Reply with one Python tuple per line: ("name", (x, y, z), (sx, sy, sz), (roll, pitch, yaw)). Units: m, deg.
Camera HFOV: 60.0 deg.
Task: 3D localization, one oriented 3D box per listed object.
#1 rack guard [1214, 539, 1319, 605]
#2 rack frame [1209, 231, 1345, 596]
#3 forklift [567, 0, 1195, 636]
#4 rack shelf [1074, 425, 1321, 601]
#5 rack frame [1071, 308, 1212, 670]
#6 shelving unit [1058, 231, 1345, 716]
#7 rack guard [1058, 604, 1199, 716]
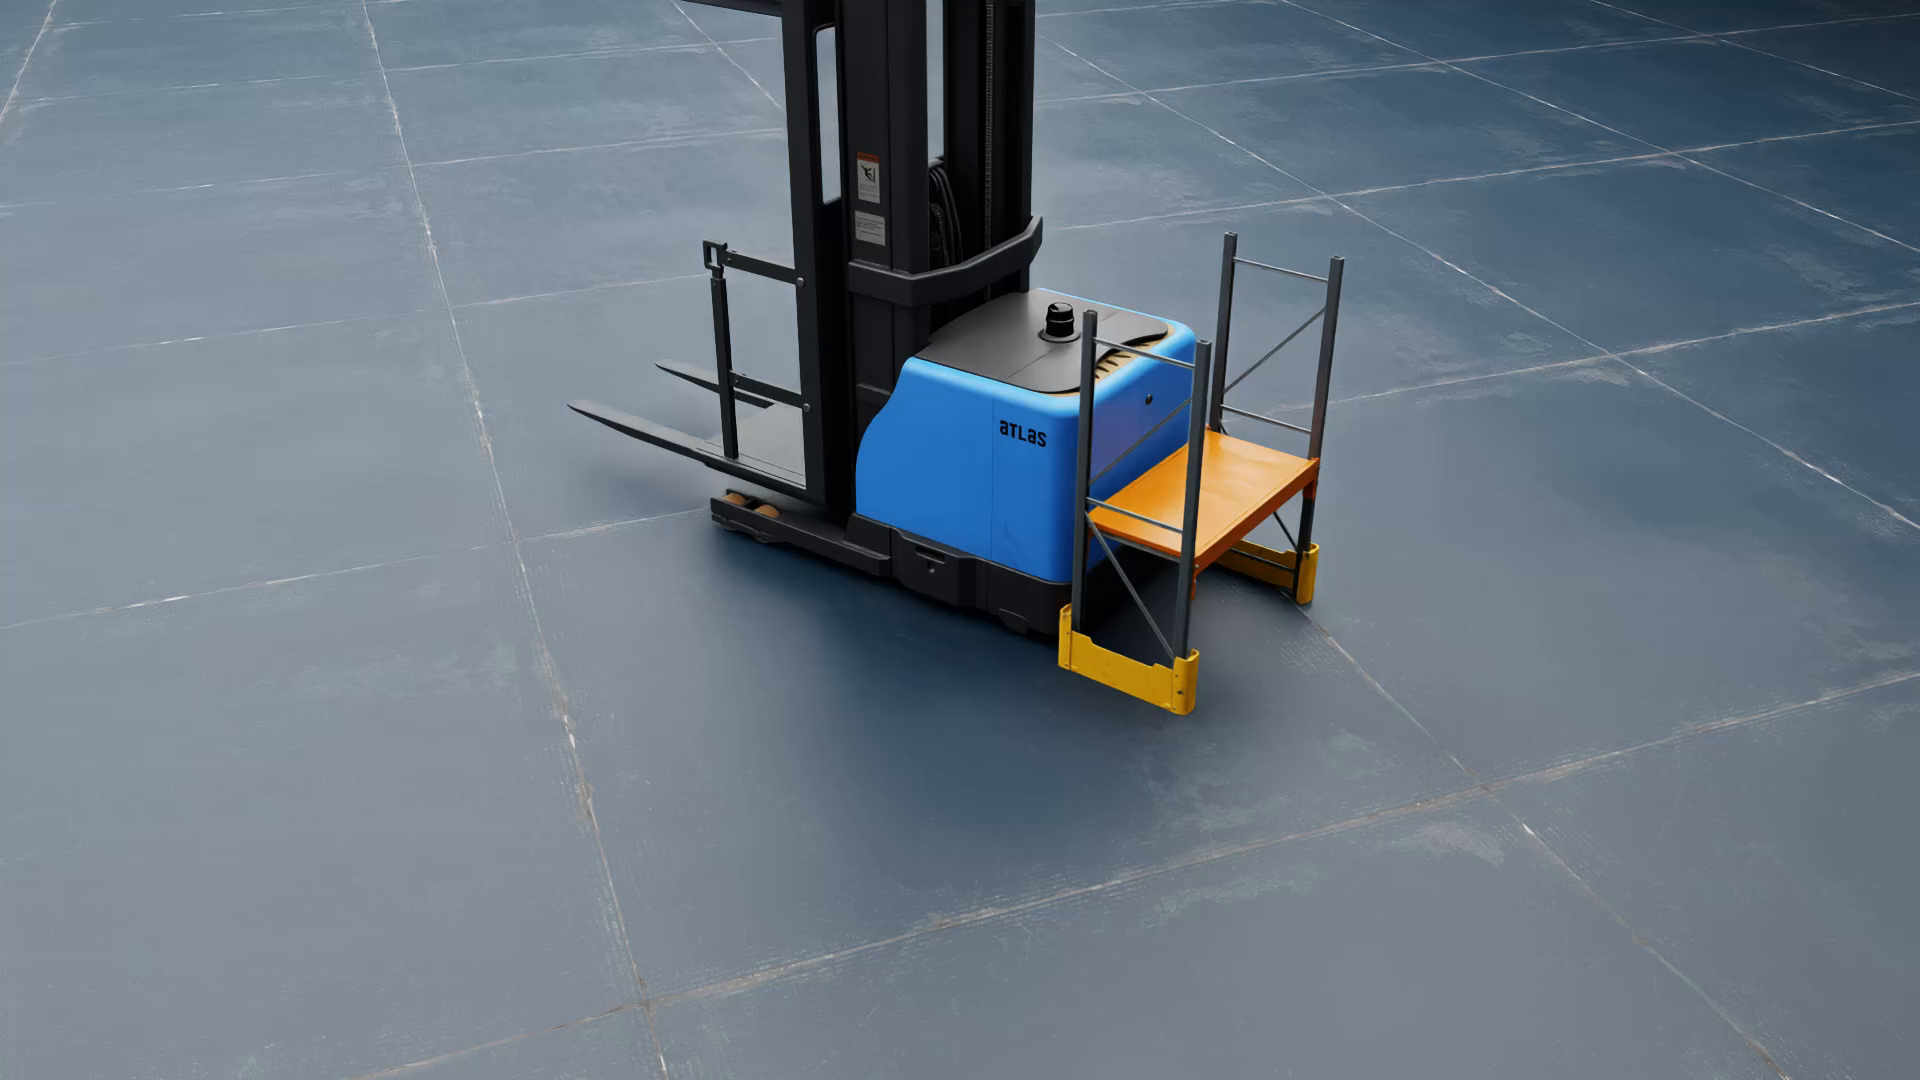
("rack guard", (1.239, 0.063, 7.095), (0.587, 0.250, 0.087), (20, 35, 31))
("rack frame", (1.251, -0.488, 6.799), (0.500, 1.500, 0.032), (20, 35, 31))
("forklift", (-0.511, -1.453, 7.049), (3.031, 2.935, 1.130), (19, 35, 30))
("rack shelf", (0.946, -0.130, 6.535), (0.538, 0.185, 1.000), (20, 35, 31))
("rack frame", (0.641, -0.085, 6.093), (0.500, 1.500, 0.032), (20, 35, 31))
("shelving unit", (0.940, -0.283, 6.440), (0.587, 1.500, 1.083), (20, 35, 31))
("rack guard", (0.641, 0.458, 6.403), (0.587, 0.250, 0.087), (20, 35, 31))
